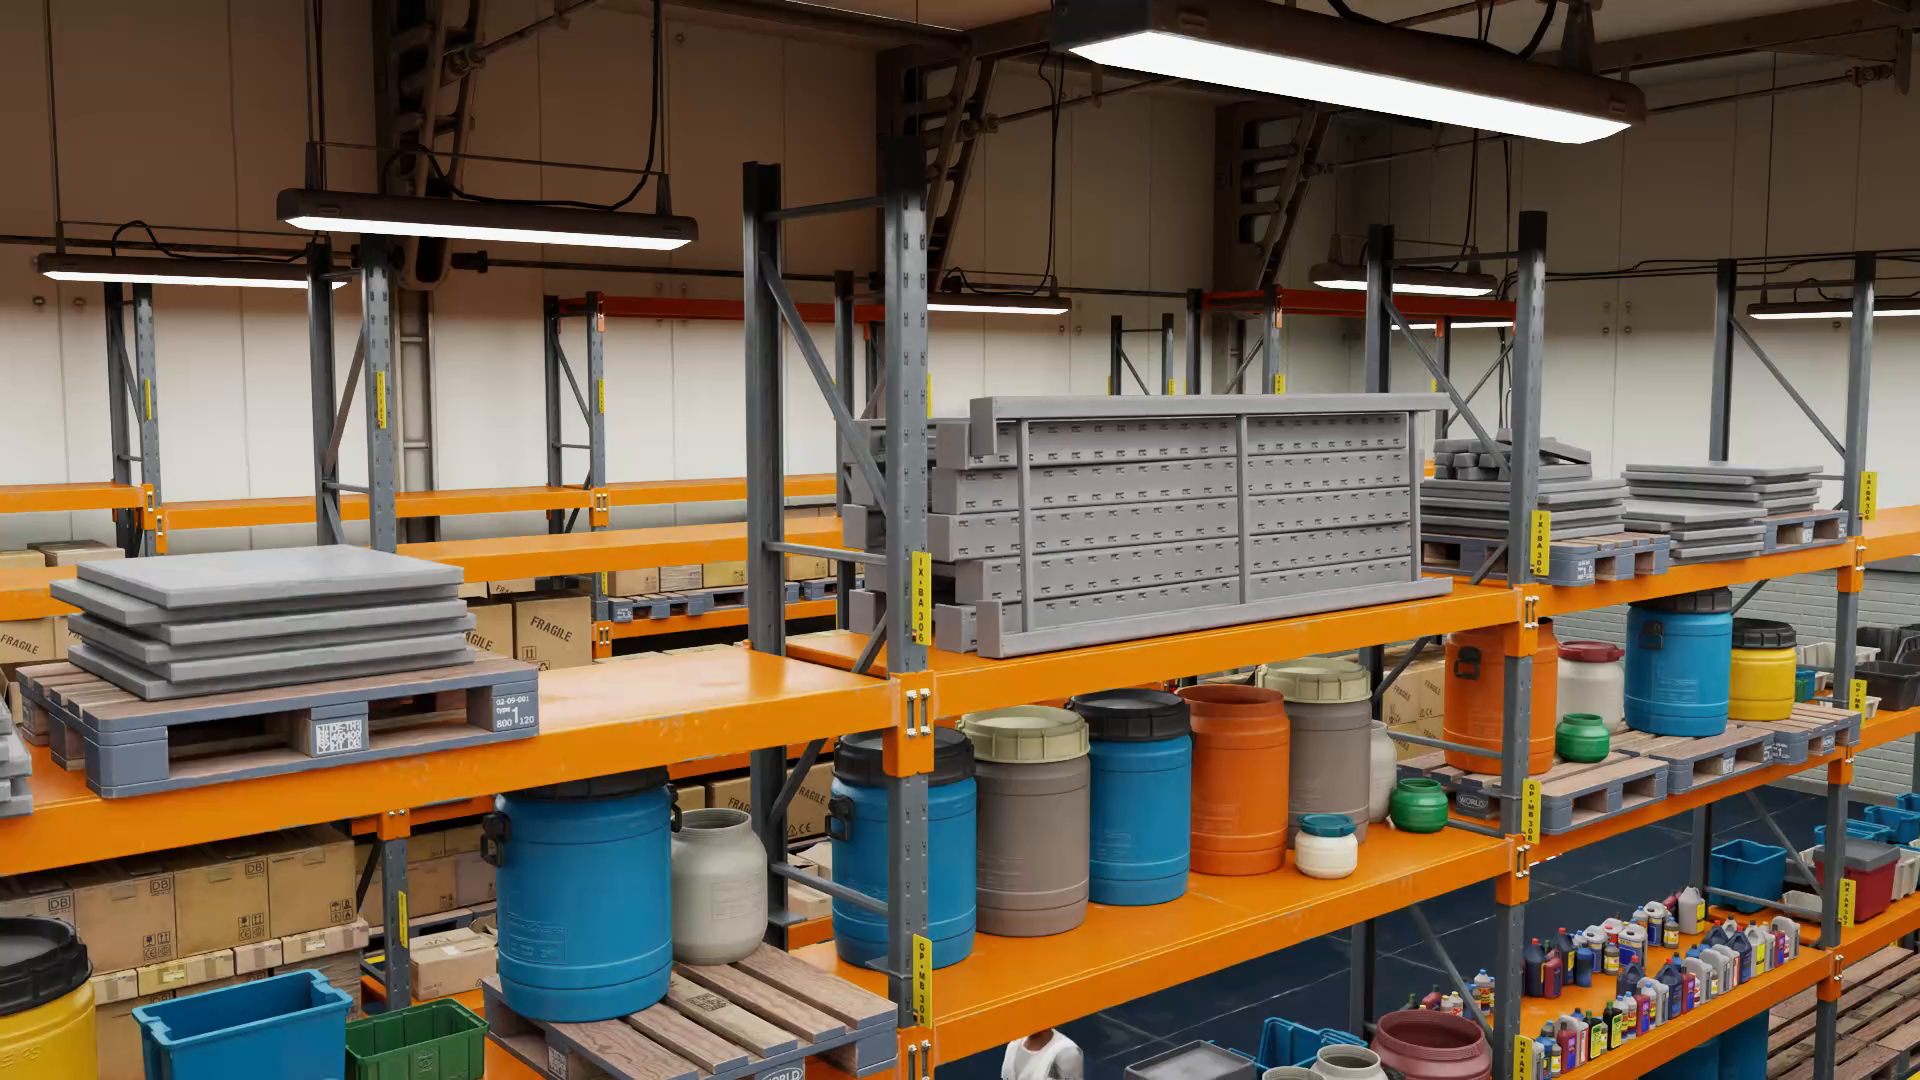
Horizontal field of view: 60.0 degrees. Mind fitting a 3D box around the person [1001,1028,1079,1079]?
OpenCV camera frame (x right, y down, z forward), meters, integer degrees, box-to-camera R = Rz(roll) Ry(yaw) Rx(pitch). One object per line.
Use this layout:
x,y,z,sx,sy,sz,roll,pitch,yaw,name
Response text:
0.409,3.417,9.417,0.624,1.787,0.641,-5,7,-40,person
